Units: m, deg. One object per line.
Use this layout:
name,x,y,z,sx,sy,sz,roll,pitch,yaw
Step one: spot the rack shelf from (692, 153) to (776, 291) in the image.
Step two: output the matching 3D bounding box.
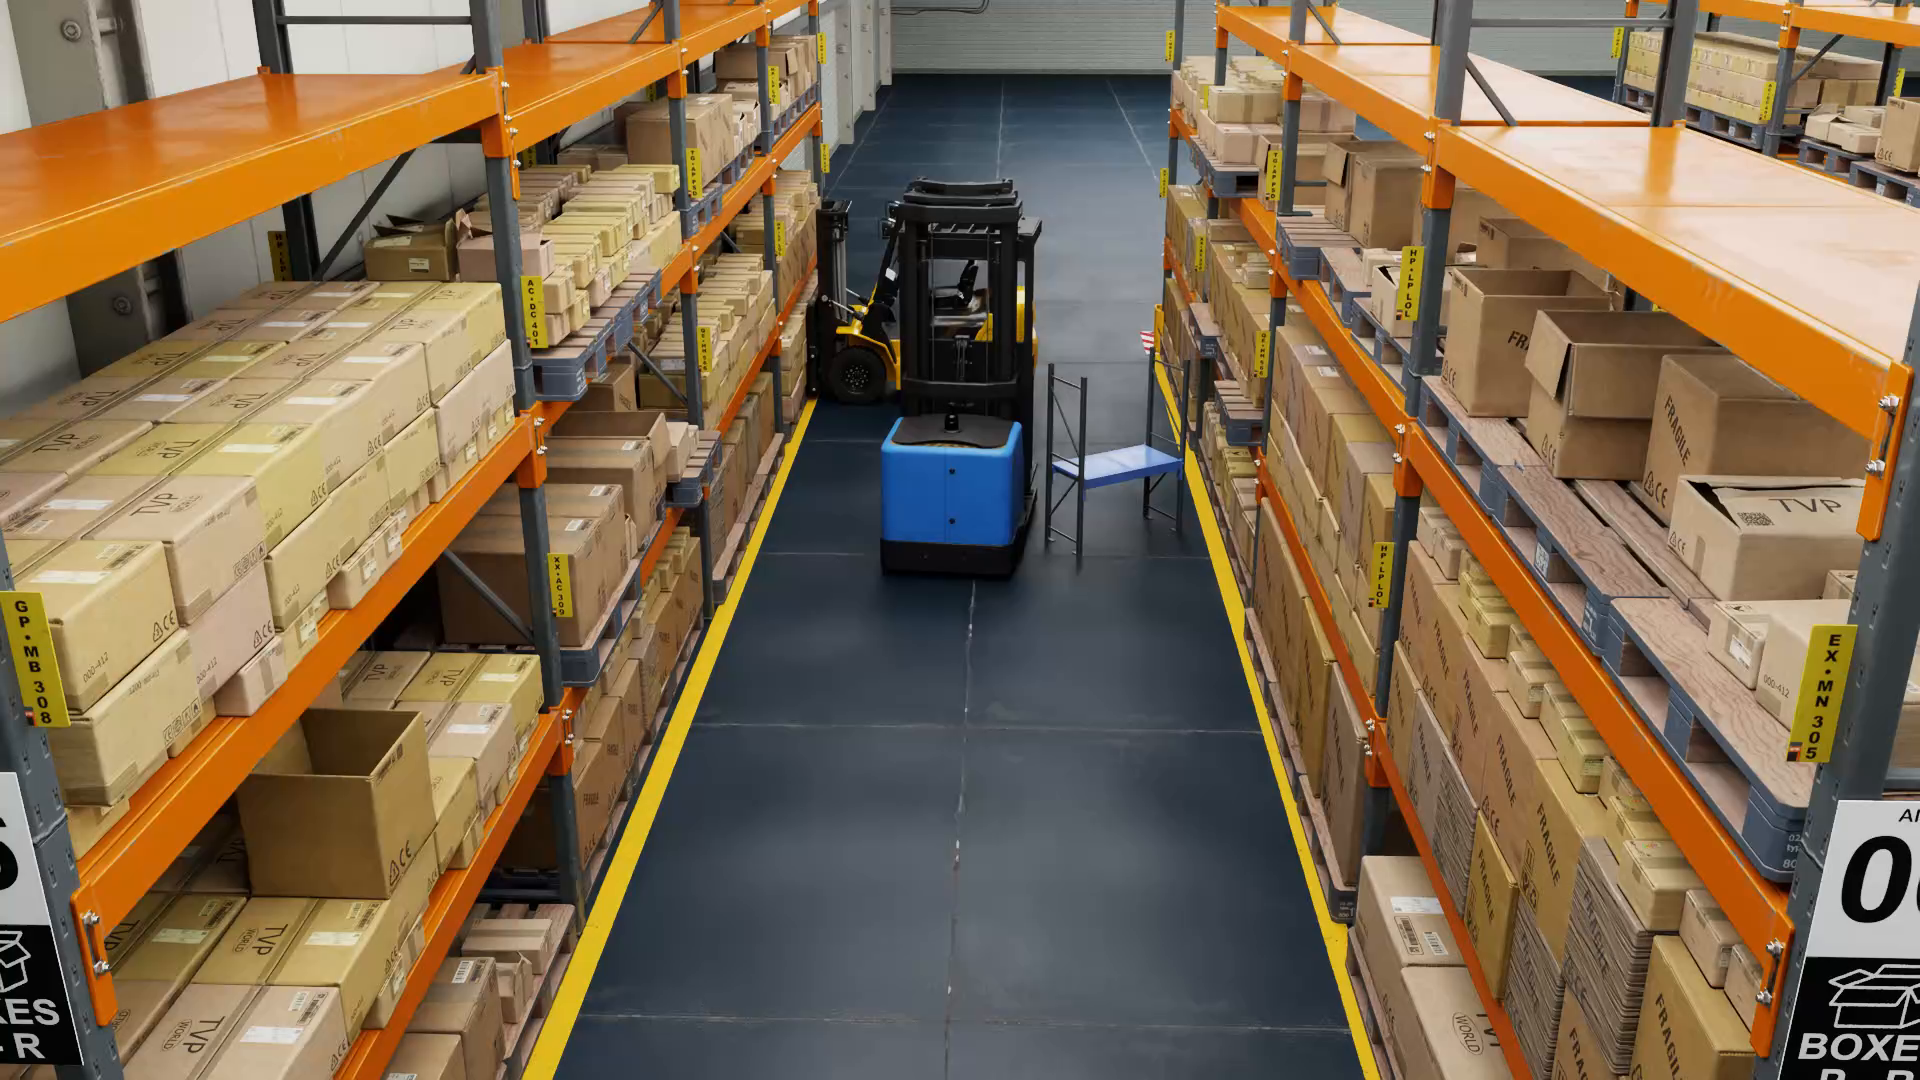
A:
rack shelf,-2.268,-2.616,13.265,1.077,0.370,4.000,1,21,2

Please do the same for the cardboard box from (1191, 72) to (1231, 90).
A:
cardboard box,2.497,-4.554,16.511,0.380,0.149,0.250,1,21,2

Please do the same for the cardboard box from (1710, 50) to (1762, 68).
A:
cardboard box,7.427,-4.602,15.916,0.380,0.149,0.250,1,21,2

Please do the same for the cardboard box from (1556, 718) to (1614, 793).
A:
cardboard box,2.184,0.707,5.436,0.380,0.149,0.250,1,21,3

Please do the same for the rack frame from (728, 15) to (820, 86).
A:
rack frame,-2.086,-6.519,18.183,1.000,3.000,0.127,1,21,2

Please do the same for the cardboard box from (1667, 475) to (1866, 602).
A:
cardboard box,2.485,-0.024,4.994,0.500,0.311,0.500,1,21,3

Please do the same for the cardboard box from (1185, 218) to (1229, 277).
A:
cardboard box,2.539,-2.945,16.716,0.500,0.500,0.500,1,21,3

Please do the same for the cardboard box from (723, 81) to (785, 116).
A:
cardboard box,-1.938,-4.173,15.688,0.500,0.311,0.500,1,21,3

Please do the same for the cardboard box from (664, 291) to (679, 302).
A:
cardboard box,-2.525,-1.949,13.664,0.380,0.149,0.250,1,21,2

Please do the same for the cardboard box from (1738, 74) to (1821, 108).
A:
cardboard box,7.463,-4.095,15.160,0.500,0.250,0.500,0,21,1

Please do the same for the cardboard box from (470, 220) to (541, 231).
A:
cardboard box,-2.468,-1.622,8.927,0.380,0.149,0.250,1,21,2

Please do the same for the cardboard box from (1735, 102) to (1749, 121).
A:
cardboard box,7.404,-3.955,15.349,0.380,0.149,0.250,1,21,3

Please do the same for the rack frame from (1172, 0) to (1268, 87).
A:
rack frame,2.876,-6.466,18.046,1.000,3.000,0.127,1,21,2

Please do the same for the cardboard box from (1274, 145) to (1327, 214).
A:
cardboard box,2.671,-2.564,11.998,0.700,0.500,0.500,1,21,2

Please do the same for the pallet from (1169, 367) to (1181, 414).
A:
pallet,2.774,-1.608,17.675,1.003,0.211,1.213,1,21,2

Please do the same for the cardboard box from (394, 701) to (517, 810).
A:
cardboard box,-2.223,0.916,7.110,0.500,0.250,0.500,1,21,2

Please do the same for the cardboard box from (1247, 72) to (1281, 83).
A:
cardboard box,3.055,-4.549,16.497,0.380,0.149,0.250,1,21,3

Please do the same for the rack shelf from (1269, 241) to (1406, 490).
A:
rack shelf,2.572,-1.116,9.400,1.077,0.370,4.000,1,21,2

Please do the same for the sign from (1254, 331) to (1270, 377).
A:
sign,2.090,-1.282,11.488,0.100,0.325,0.005,1,21,2

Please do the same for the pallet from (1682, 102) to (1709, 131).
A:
pallet,7.780,-4.297,16.727,1.003,0.211,1.213,1,21,2

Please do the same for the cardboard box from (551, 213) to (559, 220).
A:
cardboard box,-2.675,-1.940,10.184,0.380,0.149,0.250,0,21,1

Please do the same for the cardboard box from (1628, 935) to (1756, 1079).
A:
cardboard box,2.166,1.427,4.478,0.500,0.500,0.500,1,21,3

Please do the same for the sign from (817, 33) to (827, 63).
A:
sign,-1.544,-5.485,18.551,0.100,0.325,0.005,1,21,2

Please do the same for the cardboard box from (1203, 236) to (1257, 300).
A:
cardboard box,2.453,-2.437,14.827,0.500,0.500,0.500,1,21,3

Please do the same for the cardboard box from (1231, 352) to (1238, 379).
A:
cardboard box,2.316,-1.356,12.937,0.380,0.149,0.250,1,21,3

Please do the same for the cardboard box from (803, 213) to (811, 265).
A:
cardboard box,-1.878,-3.215,17.823,0.500,0.500,0.500,0,21,1

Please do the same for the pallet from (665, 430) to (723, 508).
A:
pallet,-2.279,-0.494,11.214,1.213,0.211,1.003,1,21,2

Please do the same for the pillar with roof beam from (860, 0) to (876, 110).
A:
pillar with roof beam,2.025,-14.907,39.802,9.100,9.000,0.400,1,21,2

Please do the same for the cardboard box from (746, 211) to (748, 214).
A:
cardboard box,-2.424,-3.397,17.396,0.380,0.149,0.250,1,21,1

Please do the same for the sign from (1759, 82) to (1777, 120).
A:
sign,7.150,-3.886,14.721,0.100,0.325,0.005,1,21,2

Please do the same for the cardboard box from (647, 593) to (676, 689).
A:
cardboard box,-2.166,0.665,10.836,0.500,0.500,0.500,2,21,4

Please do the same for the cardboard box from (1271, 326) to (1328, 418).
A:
cardboard box,2.373,-1.113,11.024,0.500,0.500,0.500,0,21,0

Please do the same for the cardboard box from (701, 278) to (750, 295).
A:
cardboard box,-1.992,-2.127,14.122,0.380,0.149,0.250,0,21,0

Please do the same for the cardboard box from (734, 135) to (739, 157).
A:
cardboard box,-1.961,-3.120,13.198,0.380,0.149,0.250,0,21,1

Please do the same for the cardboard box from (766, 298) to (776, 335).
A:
cardboard box,-1.961,-2.021,15.091,0.500,0.250,0.500,1,21,3

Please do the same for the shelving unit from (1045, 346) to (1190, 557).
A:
shelving unit,1.284,-0.738,13.652,1.048,1.500,0.538,-12,24,-29

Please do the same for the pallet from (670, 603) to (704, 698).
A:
pallet,-2.389,0.740,11.623,1.003,0.211,1.213,1,21,2

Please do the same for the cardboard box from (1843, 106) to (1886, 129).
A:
cardboard box,7.843,-3.518,14.085,0.500,0.250,0.500,1,21,2

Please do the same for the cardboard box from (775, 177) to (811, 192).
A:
cardboard box,-1.843,-3.893,18.264,0.380,0.149,0.250,1,21,3

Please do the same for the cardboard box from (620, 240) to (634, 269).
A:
cardboard box,-2.023,-1.567,9.195,0.380,0.149,0.250,1,21,3

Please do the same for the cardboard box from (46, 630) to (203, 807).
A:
cardboard box,-2.286,0.438,4.195,0.500,0.250,0.500,0,21,1

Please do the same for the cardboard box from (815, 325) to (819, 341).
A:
cardboard box,-1.809,-2.321,18.188,0.500,0.250,0.500,0,21,0

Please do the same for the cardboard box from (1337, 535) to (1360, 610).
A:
cardboard box,2.289,0.164,8.769,0.500,0.250,0.500,1,21,3

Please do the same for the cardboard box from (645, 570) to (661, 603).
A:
cardboard box,-2.174,0.308,10.861,0.380,0.149,0.250,1,21,3

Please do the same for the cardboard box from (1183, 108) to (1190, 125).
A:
cardboard box,2.506,-4.366,17.130,0.380,0.149,0.250,1,21,2

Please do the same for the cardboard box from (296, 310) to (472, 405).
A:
cardboard box,-2.232,-0.715,6.476,0.500,0.250,0.500,0,21,1

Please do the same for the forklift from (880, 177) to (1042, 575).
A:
forklift,0.084,-1.591,13.870,1.130,2.935,3.031,3,21,7

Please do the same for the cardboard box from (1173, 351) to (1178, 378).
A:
cardboard box,2.548,-1.912,17.824,0.500,0.250,0.500,2,21,5

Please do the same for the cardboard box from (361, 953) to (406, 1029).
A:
cardboard box,-2.199,1.599,5.902,0.380,0.149,0.250,0,21,0

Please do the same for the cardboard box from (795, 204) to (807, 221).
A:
cardboard box,-1.831,-3.478,17.606,0.380,0.149,0.250,1,21,2

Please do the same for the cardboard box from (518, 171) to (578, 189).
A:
cardboard box,-2.653,-2.261,10.601,0.380,0.149,0.250,1,21,2

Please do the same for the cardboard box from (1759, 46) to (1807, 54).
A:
cardboard box,8.102,-4.778,16.369,0.380,0.149,0.250,1,21,1

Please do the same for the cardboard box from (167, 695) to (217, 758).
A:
cardboard box,-2.324,0.481,4.635,0.380,0.149,0.250,1,21,2

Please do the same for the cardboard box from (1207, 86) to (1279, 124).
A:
cardboard box,2.331,-3.593,13.724,0.500,0.250,0.500,0,21,0
